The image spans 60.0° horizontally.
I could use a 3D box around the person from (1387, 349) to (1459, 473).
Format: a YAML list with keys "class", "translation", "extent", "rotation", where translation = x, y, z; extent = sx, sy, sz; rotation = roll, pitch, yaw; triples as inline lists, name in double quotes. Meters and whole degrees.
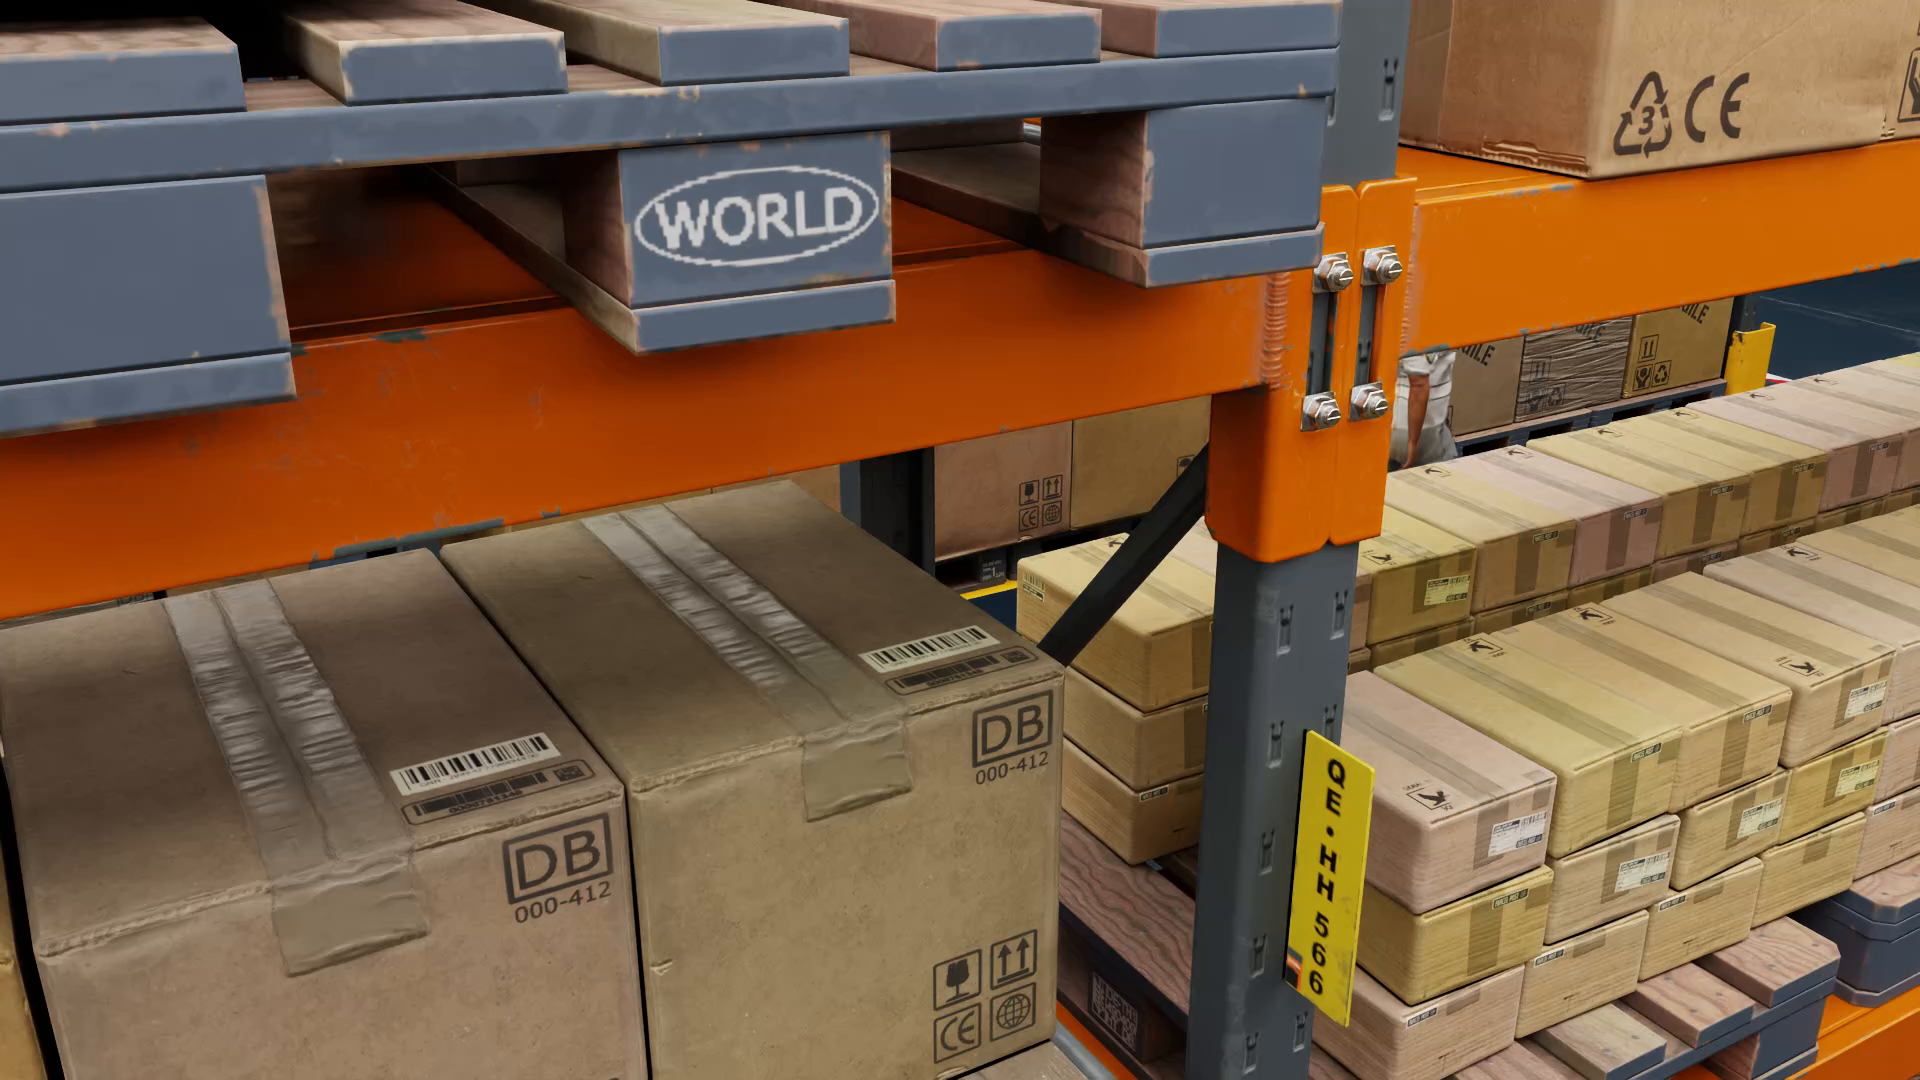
- class: "person"
  translation: [1.958, -0.493, 7.327]
  extent: [0.475, 1.712, 0.479]
  rotation: [-13, 25, -30]
